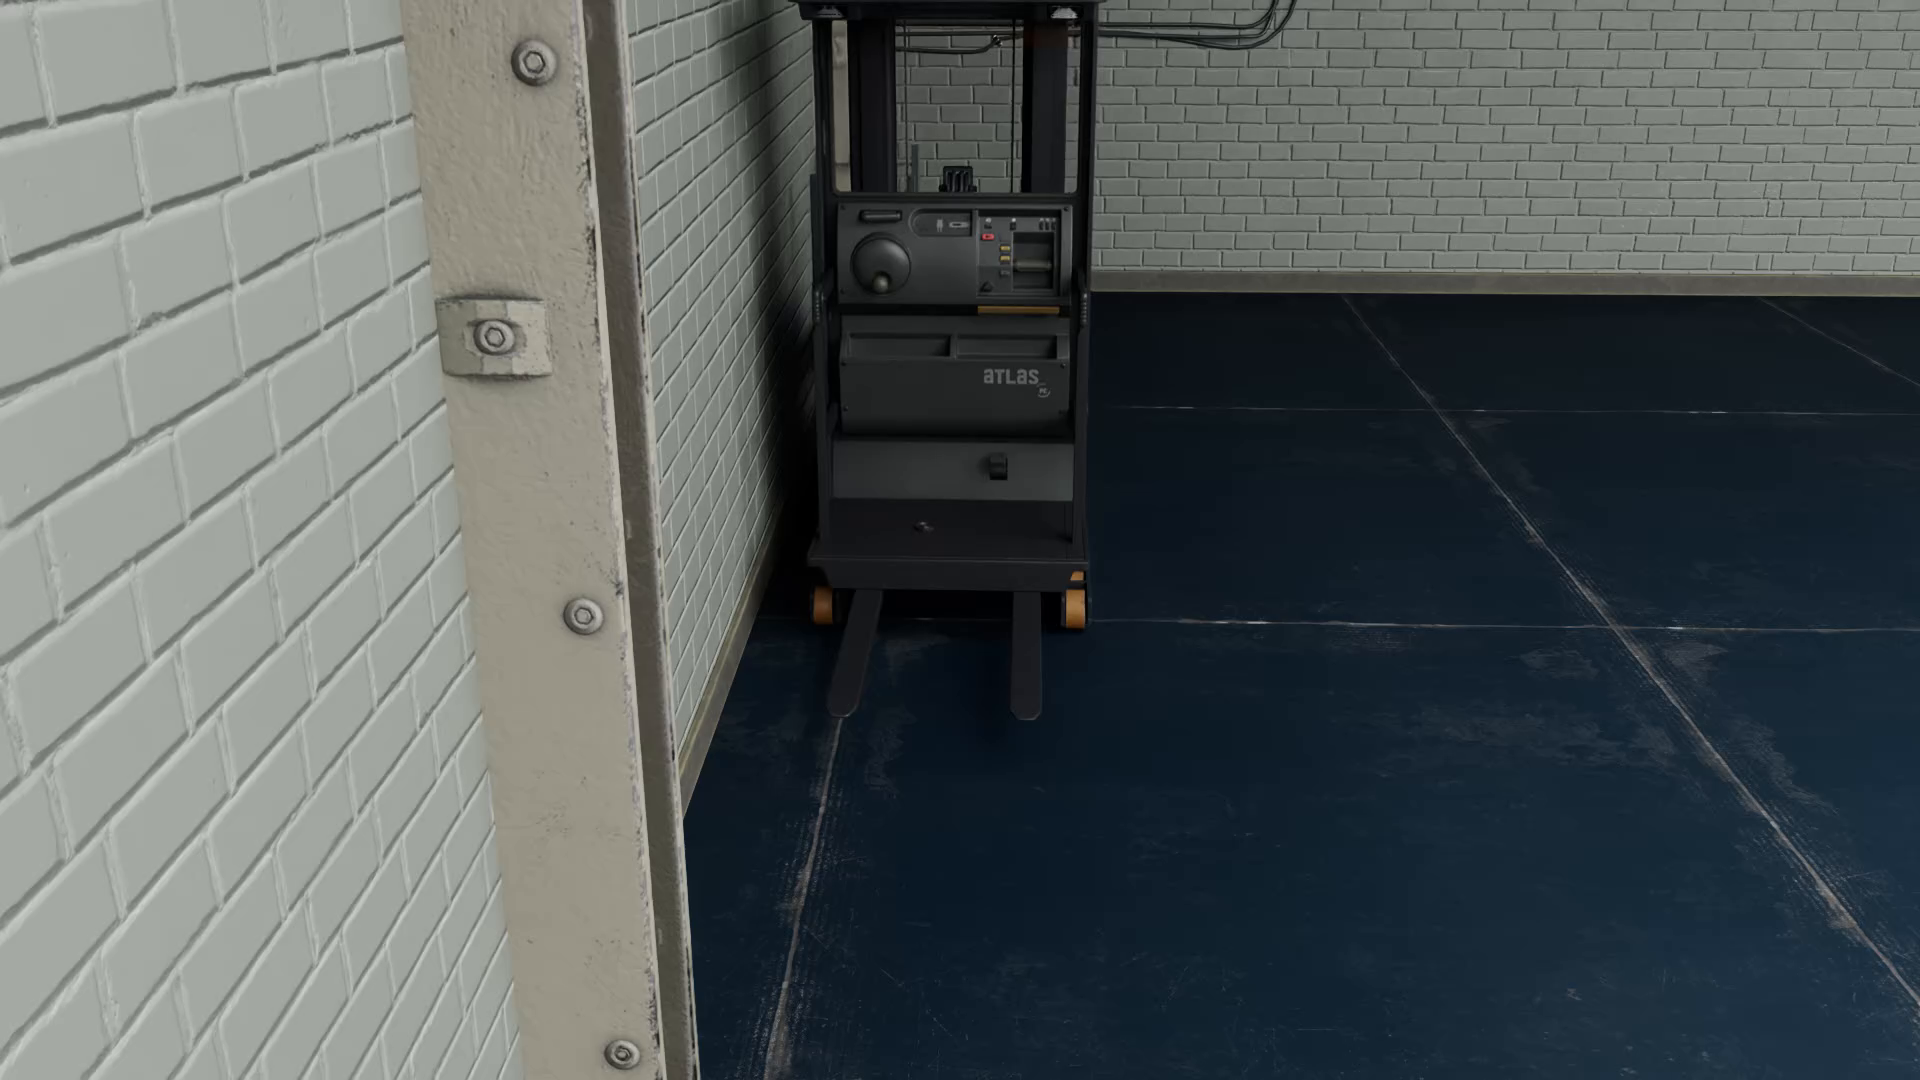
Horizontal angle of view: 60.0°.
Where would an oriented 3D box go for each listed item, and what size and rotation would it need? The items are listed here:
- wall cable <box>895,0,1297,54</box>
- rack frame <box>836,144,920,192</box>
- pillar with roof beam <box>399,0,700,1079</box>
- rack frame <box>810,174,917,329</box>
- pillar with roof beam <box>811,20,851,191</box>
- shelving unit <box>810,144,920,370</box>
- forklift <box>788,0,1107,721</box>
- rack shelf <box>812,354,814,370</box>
[{"bbox_3d":[0.793,-4.571,11.162,3.097,2.526,0.112,1,21,2],"label":"wall cable"},{"bbox_3d":[-0.463,-1.385,9.025,0.500,1.500,0.032,0,21,0],"label":"rack frame"},{"bbox_3d":[3.502,-2.751,2.180,9.100,9.000,0.400,1,21,2],"label":"pillar with roof beam"},{"bbox_3d":[-0.456,-1.018,8.077,0.500,1.500,0.032,0,21,0],"label":"rack frame"},{"bbox_3d":[3.685,-4.921,7.771,9.100,9.000,0.400,1,21,2],"label":"pillar with roof beam"},{"bbox_3d":[-0.460,-1.201,8.551,0.538,1.500,1.048,0,21,0],"label":"shelving unit"},{"bbox_3d":[-0.028,-1.127,6.381,1.130,2.935,3.031,1,21,2],"label":"forklift"},{"bbox_3d":[-0.460,-1.034,8.616,0.538,0.185,1.000,0,21,0],"label":"rack shelf"}]
